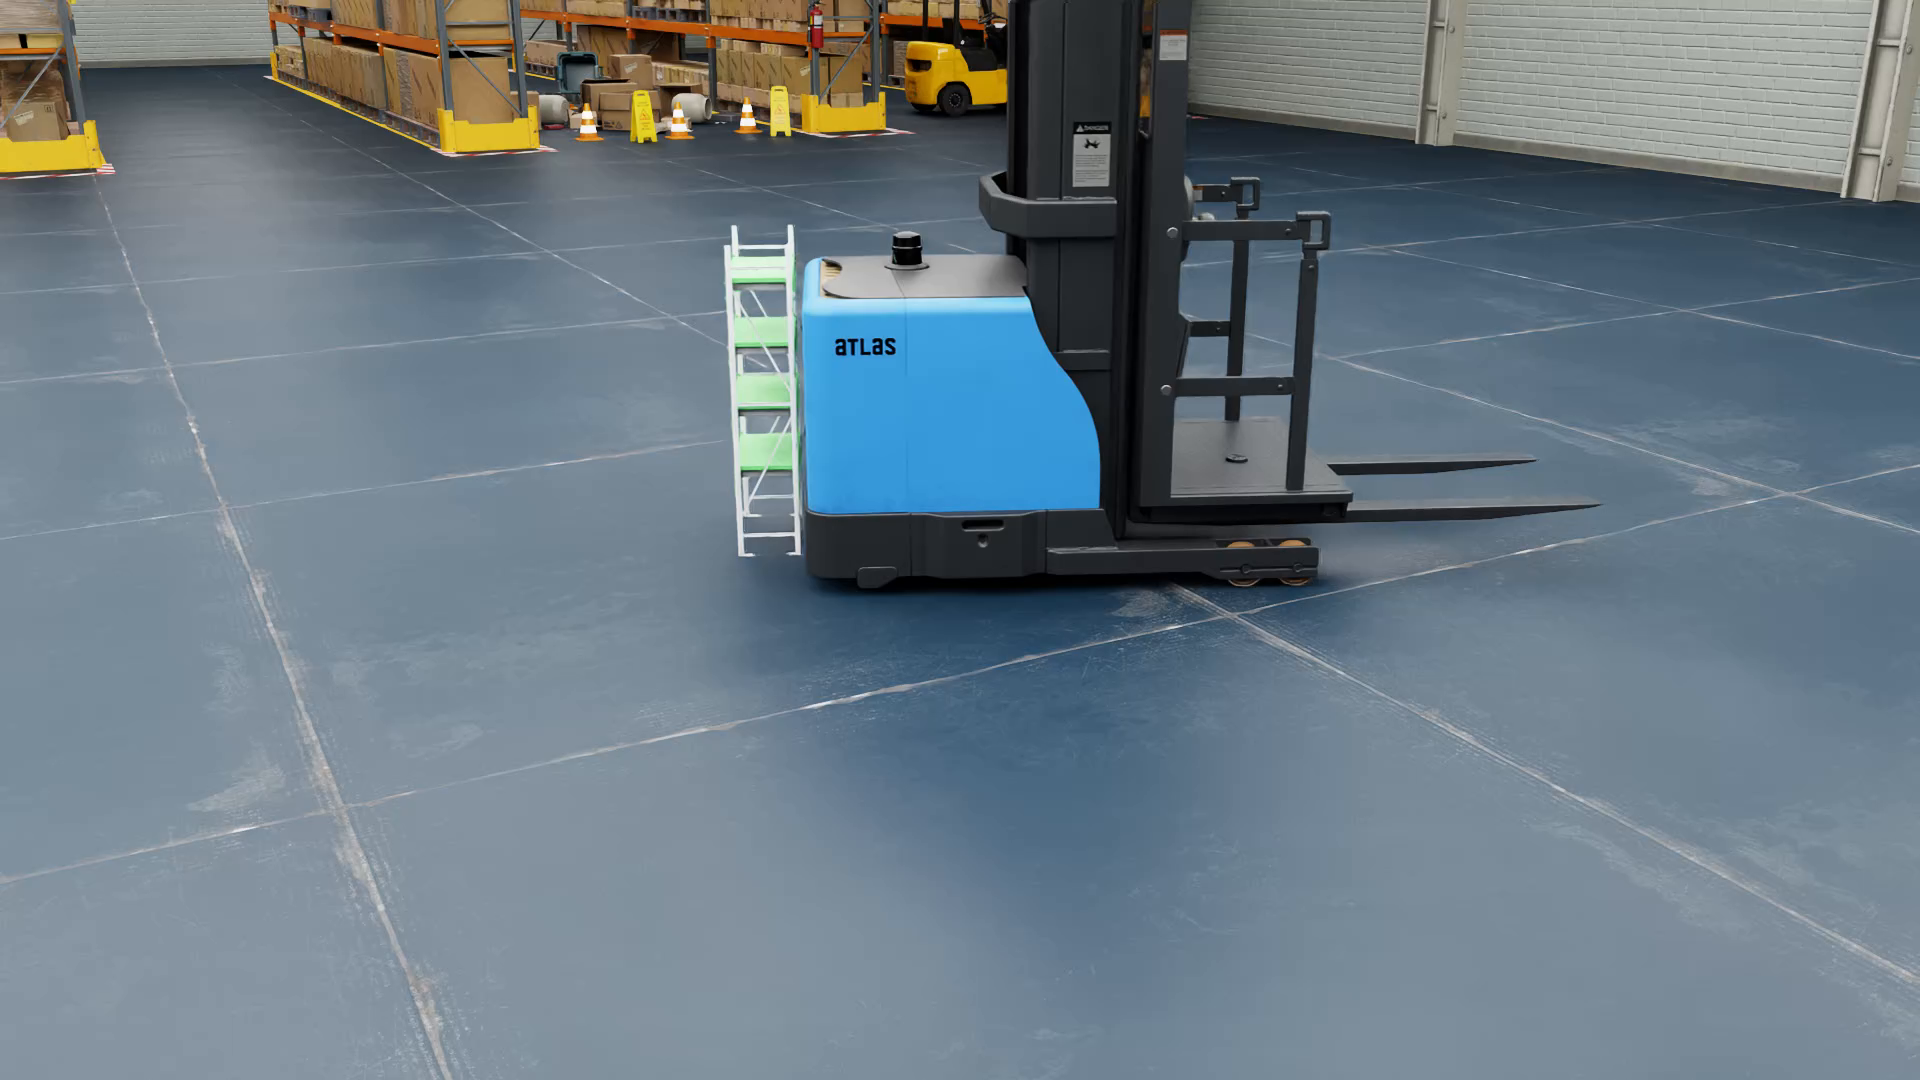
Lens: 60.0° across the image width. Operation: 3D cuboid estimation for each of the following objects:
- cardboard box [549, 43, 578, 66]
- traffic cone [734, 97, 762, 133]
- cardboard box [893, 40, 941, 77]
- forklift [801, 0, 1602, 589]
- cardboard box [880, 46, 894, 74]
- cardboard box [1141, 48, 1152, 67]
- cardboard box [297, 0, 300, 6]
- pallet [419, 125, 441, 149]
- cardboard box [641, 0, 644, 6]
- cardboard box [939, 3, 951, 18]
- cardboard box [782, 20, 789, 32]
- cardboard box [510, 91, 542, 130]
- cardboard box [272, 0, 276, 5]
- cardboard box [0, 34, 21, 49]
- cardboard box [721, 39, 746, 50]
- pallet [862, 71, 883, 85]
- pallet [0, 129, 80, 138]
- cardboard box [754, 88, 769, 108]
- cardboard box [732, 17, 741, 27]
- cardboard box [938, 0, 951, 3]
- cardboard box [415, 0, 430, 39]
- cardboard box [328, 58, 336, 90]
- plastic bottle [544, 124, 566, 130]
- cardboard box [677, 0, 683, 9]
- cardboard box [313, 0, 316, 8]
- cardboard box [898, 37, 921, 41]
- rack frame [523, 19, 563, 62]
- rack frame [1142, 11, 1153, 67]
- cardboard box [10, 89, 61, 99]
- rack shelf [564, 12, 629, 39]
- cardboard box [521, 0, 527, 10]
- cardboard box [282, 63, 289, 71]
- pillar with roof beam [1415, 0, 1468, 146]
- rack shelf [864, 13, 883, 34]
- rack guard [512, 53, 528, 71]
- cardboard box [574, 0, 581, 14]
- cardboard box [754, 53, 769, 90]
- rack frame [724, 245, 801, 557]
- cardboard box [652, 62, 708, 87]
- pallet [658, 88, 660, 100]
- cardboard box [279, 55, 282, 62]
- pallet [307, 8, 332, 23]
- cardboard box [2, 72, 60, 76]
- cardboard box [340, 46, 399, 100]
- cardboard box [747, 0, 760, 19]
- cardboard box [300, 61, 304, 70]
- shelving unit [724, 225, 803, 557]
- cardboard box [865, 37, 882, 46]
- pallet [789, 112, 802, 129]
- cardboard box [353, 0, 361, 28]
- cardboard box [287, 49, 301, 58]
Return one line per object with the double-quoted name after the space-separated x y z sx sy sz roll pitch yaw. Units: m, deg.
-7.906 -10.005 34.313 0.875 0.438 0.875 -11 22 -28 "cardboard box"
-2.918 -5.844 22.858 0.336 0.463 0.334 -10 21 -27 "traffic cone"
-0.726 -9.081 31.346 0.875 0.625 0.625 -9 21 -25 "cardboard box"
0.916 -1.383 6.145 3.031 2.935 1.130 -1 19 -4 "forklift"
-1.400 -9.291 32.146 0.500 0.500 0.500 -9 21 -25 "cardboard box"
2.727 -7.428 25.598 0.500 0.250 0.500 -10 22 -27 "cardboard box"
-11.311 -9.368 28.922 0.380 0.149 0.250 -11 22 -29 "cardboard box"
-6.335 -5.223 21.444 1.003 0.211 1.213 -10 21 -27 "pallet"
-5.282 -9.287 28.689 0.380 0.149 0.250 -11 22 -30 "cardboard box"
-0.033 -9.362 29.393 0.500 0.250 0.500 -10 21 -26 "cardboard box"
-2.265 -7.207 23.305 0.380 0.149 0.250 -10 22 -28 "cardboard box"
-6.146 -6.005 23.263 0.500 0.500 0.500 -6 20 -17 "cardboard box"
-13.238 -10.783 32.674 0.500 0.500 0.500 -10 21 -27 "cardboard box"
-10.617 -5.516 18.402 0.380 0.149 0.250 -10 21 -27 "cardboard box"
-3.429 -7.571 25.402 0.380 0.149 0.250 -10 21 -26 "cardboard box"
-1.332 -9.088 32.645 1.003 0.211 1.213 -10 21 -27 "pallet"
-11.266 -4.877 20.440 1.003 0.211 1.213 -10 21 -27 "pallet"
-2.691 -6.508 24.464 0.500 0.250 0.500 -11 22 -29 "cardboard box"
-3.205 -7.797 25.012 0.380 0.149 0.250 -9 21 -25 "cardboard box"
-0.058 -9.599 29.314 0.500 0.250 0.500 -10 21 -26 "cardboard box"
-6.383 -6.649 21.071 0.875 0.550 0.550 -10 21 -27 "cardboard box"
-10.228 -7.786 27.784 0.500 0.500 0.500 -10 21 -27 "cardboard box"
-5.679 -5.787 23.307 0.133 0.061 0.283 16 25 39 "plastic bottle"
-4.353 -8.672 26.906 0.380 0.149 0.250 -10 21 -26 "cardboard box"
-10.441 -8.842 27.399 0.380 0.149 0.250 -10 21 -27 "cardboard box"
-0.984 -9.707 32.359 0.380 0.149 0.250 -9 21 -24 "cardboard box"
-9.176 -11.713 35.976 1.000 3.000 0.127 -10 21 -27 "rack frame"
2.788 -7.889 24.897 1.000 3.000 0.127 -10 21 -27 "rack frame"
-11.402 -5.299 20.579 0.500 0.500 0.500 -12 22 -31 "cardboard box"
-6.327 -9.650 31.102 1.077 0.370 4.000 -10 21 -27 "rack shelf"
-8.936 -11.437 35.023 0.500 0.500 0.500 -10 22 -27 "cardboard box"
-13.172 -9.345 32.841 0.380 0.149 0.250 -10 21 -26 "cardboard box"
2.311 -8.676 17.978 9.100 9.000 0.400 -10 21 -27 "pillar with roof beam"
-1.960 -10.420 33.333 1.077 0.370 4.000 -10 21 -27 "rack shelf"
-9.187 -10.538 36.404 1.175 0.500 0.348 -10 21 -27 "rack guard"
-7.053 -10.178 31.759 0.500 0.250 0.500 -11 22 -28 "cardboard box"
-2.672 -6.858 24.328 0.500 0.500 0.500 -11 22 -28 "cardboard box"
-0.738 -0.508 6.264 0.240 1.200 0.015 -1 19 -4 "rack frame"
-4.760 -7.998 28.596 0.950 0.372 0.625 -10 22 -28 "cardboard box"
-4.432 -7.524 28.111 1.003 0.211 1.213 -10 21 -27 "pallet"
-13.381 -9.631 33.214 0.380 0.149 0.250 -10 21 -27 "cardboard box"
-10.118 -8.718 27.591 1.213 0.211 1.003 -10 21 -27 "pallet"
-13.213 -6.399 23.736 0.700 0.500 0.500 -8 21 -22 "cardboard box"
-9.057 -7.316 26.040 1.050 0.750 0.750 -10 21 -26 "cardboard box"
-2.771 -7.858 24.195 0.500 0.500 0.500 -10 21 -26 "cardboard box"
-12.014 -8.801 30.810 0.380 0.149 0.250 -10 21 -26 "cardboard box"
-0.757 -0.587 6.494 0.258 1.200 0.503 -1 19 -4 "shelving unit"
-1.625 -9.686 32.296 0.380 0.149 0.250 -11 22 -29 "cardboard box"
-1.969 -6.062 23.875 1.003 0.211 1.213 -10 21 -27 "pallet"
-8.749 -7.918 24.826 0.500 0.500 0.500 -10 21 -26 "cardboard box"
-12.667 -9.326 31.873 0.380 0.149 0.250 -11 22 -29 "cardboard box"
